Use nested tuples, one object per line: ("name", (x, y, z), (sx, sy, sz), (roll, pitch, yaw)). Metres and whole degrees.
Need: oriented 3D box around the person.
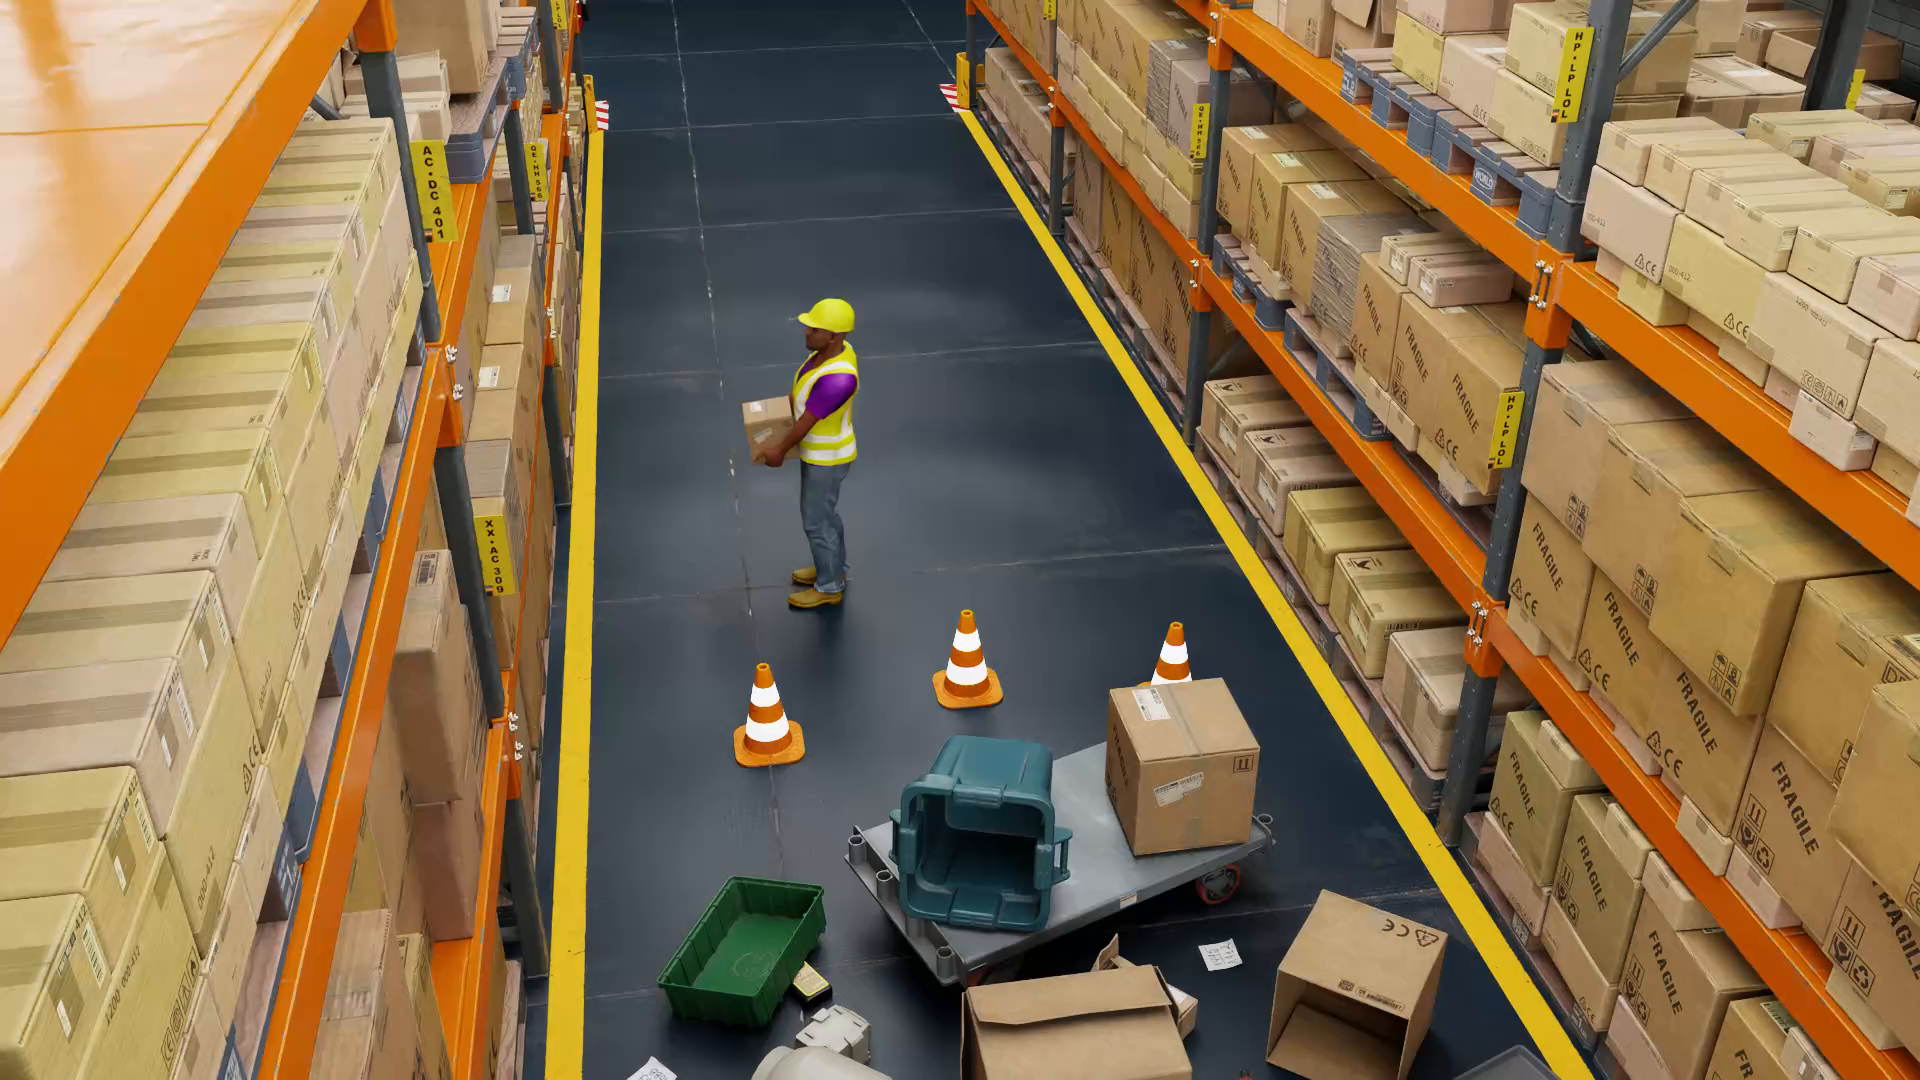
("person", (-0.815, -0.456, 8.888), (0.577, 1.760, 0.503), (-5, 31, -8))
